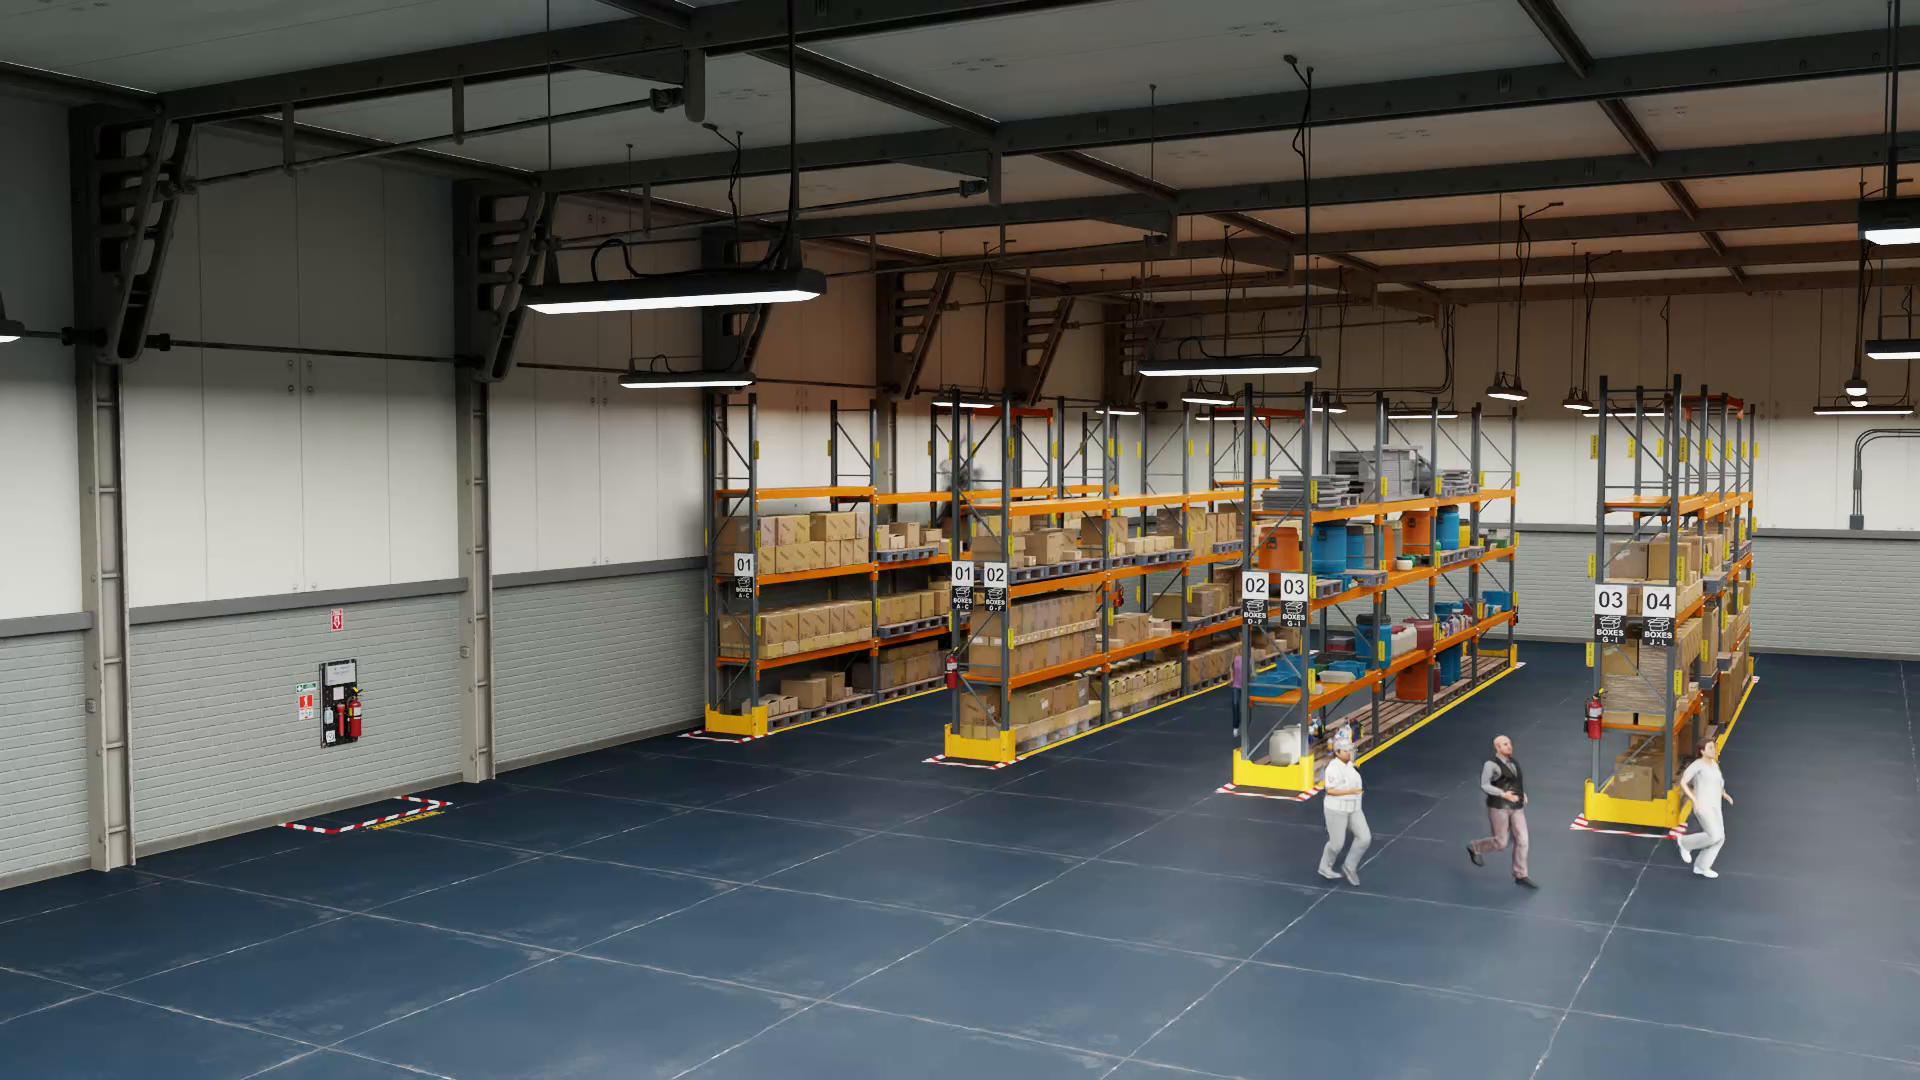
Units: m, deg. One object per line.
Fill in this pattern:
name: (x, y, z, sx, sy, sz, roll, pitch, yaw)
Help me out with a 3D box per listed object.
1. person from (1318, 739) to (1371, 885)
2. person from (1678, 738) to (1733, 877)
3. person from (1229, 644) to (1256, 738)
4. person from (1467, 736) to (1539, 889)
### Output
person: (4.444, 3.148, 19.170, 0.583, 1.701, 0.660, -2, 4, -35)
person: (8.769, 3.137, 19.560, 0.572, 1.626, 0.570, -2, 4, -28)
person: (4.940, 2.628, 29.121, 0.503, 1.644, 0.710, 1, 3, 19)
person: (6.324, 3.116, 19.243, 0.676, 1.700, 0.908, -2, 4, -29)
